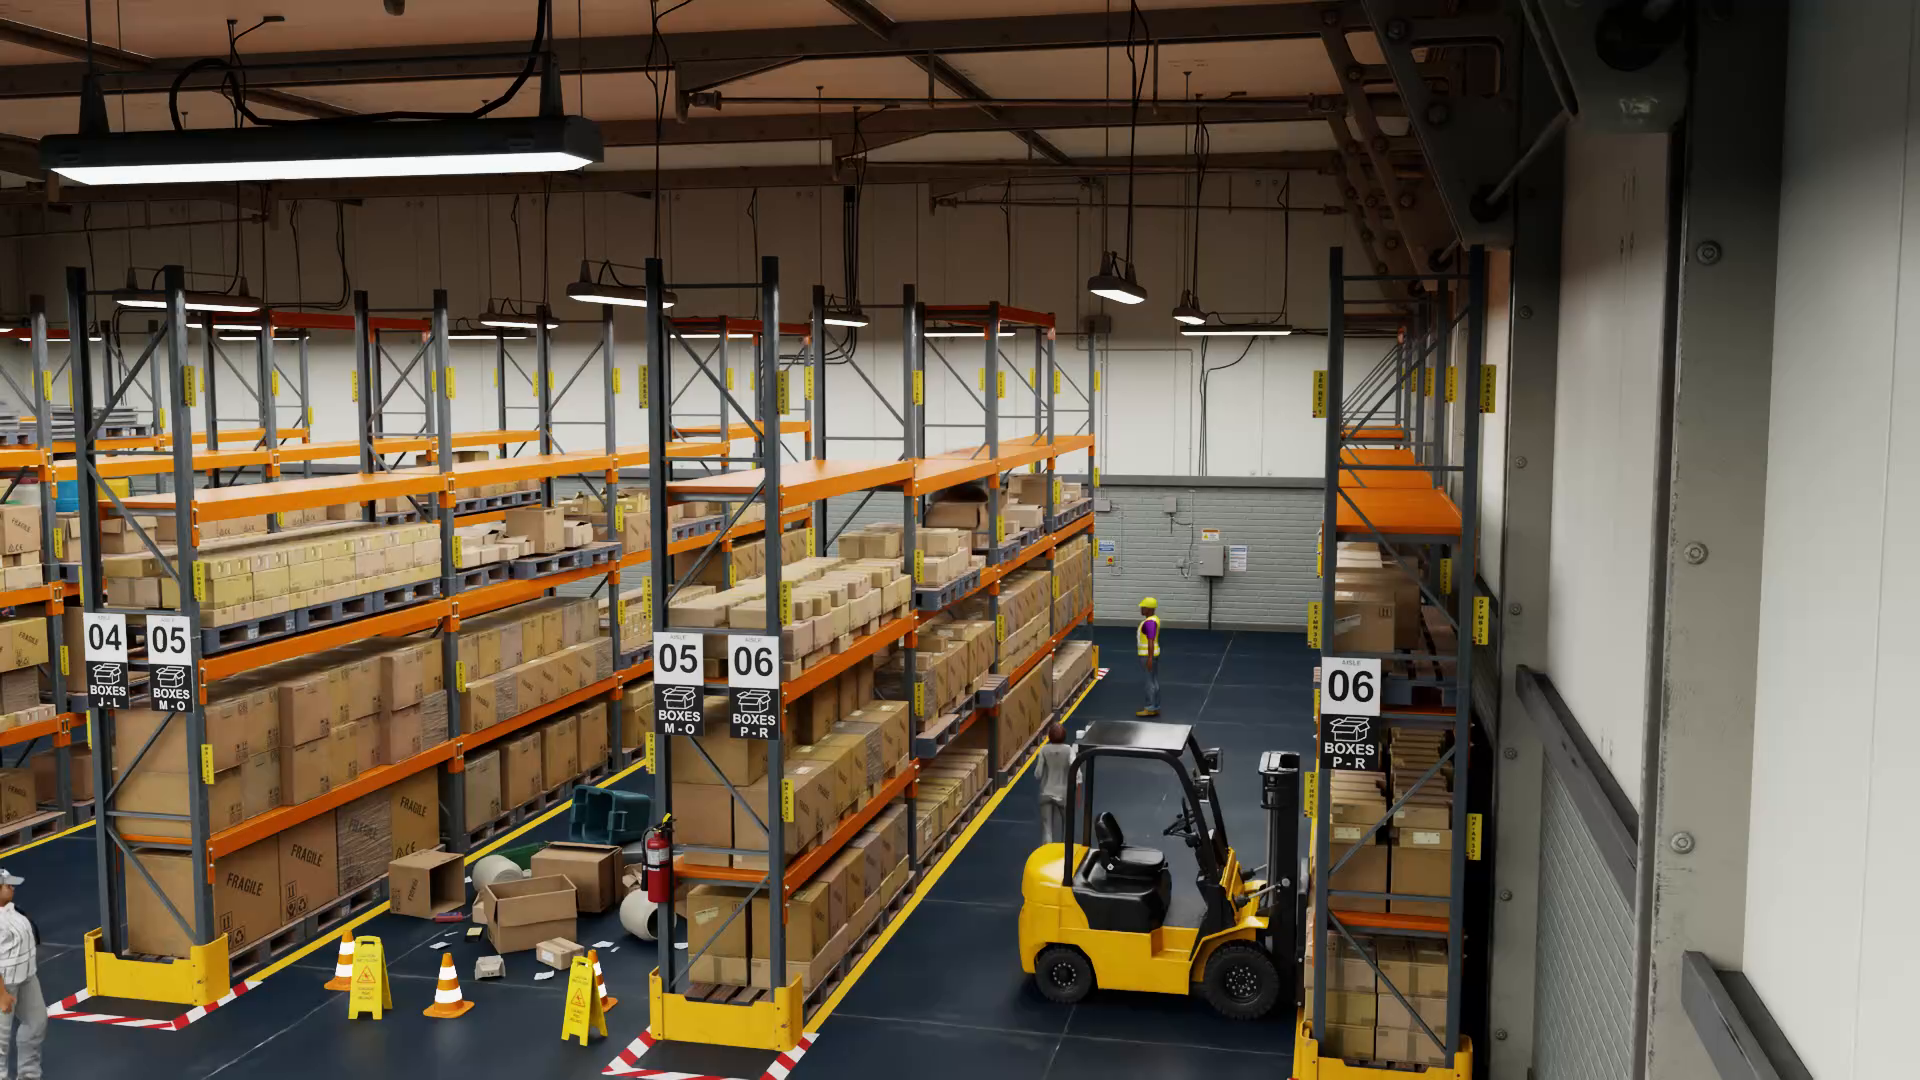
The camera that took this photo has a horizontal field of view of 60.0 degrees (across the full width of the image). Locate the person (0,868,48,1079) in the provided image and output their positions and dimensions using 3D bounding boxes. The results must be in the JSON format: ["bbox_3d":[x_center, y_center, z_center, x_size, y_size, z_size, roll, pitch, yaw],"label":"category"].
[{"bbox_3d":[-6.775,3.185,11.814,0.416,1.742,0.507,0,6,4],"label":"person"}]

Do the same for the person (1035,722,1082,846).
[{"bbox_3d":[1.025,2.662,17.230,0.528,1.577,0.893,1,6,14],"label":"person"}]

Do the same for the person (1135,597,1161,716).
[{"bbox_3d":[2.847,1.748,25.075,0.357,1.768,0.664,2,6,16],"label":"person"}]
